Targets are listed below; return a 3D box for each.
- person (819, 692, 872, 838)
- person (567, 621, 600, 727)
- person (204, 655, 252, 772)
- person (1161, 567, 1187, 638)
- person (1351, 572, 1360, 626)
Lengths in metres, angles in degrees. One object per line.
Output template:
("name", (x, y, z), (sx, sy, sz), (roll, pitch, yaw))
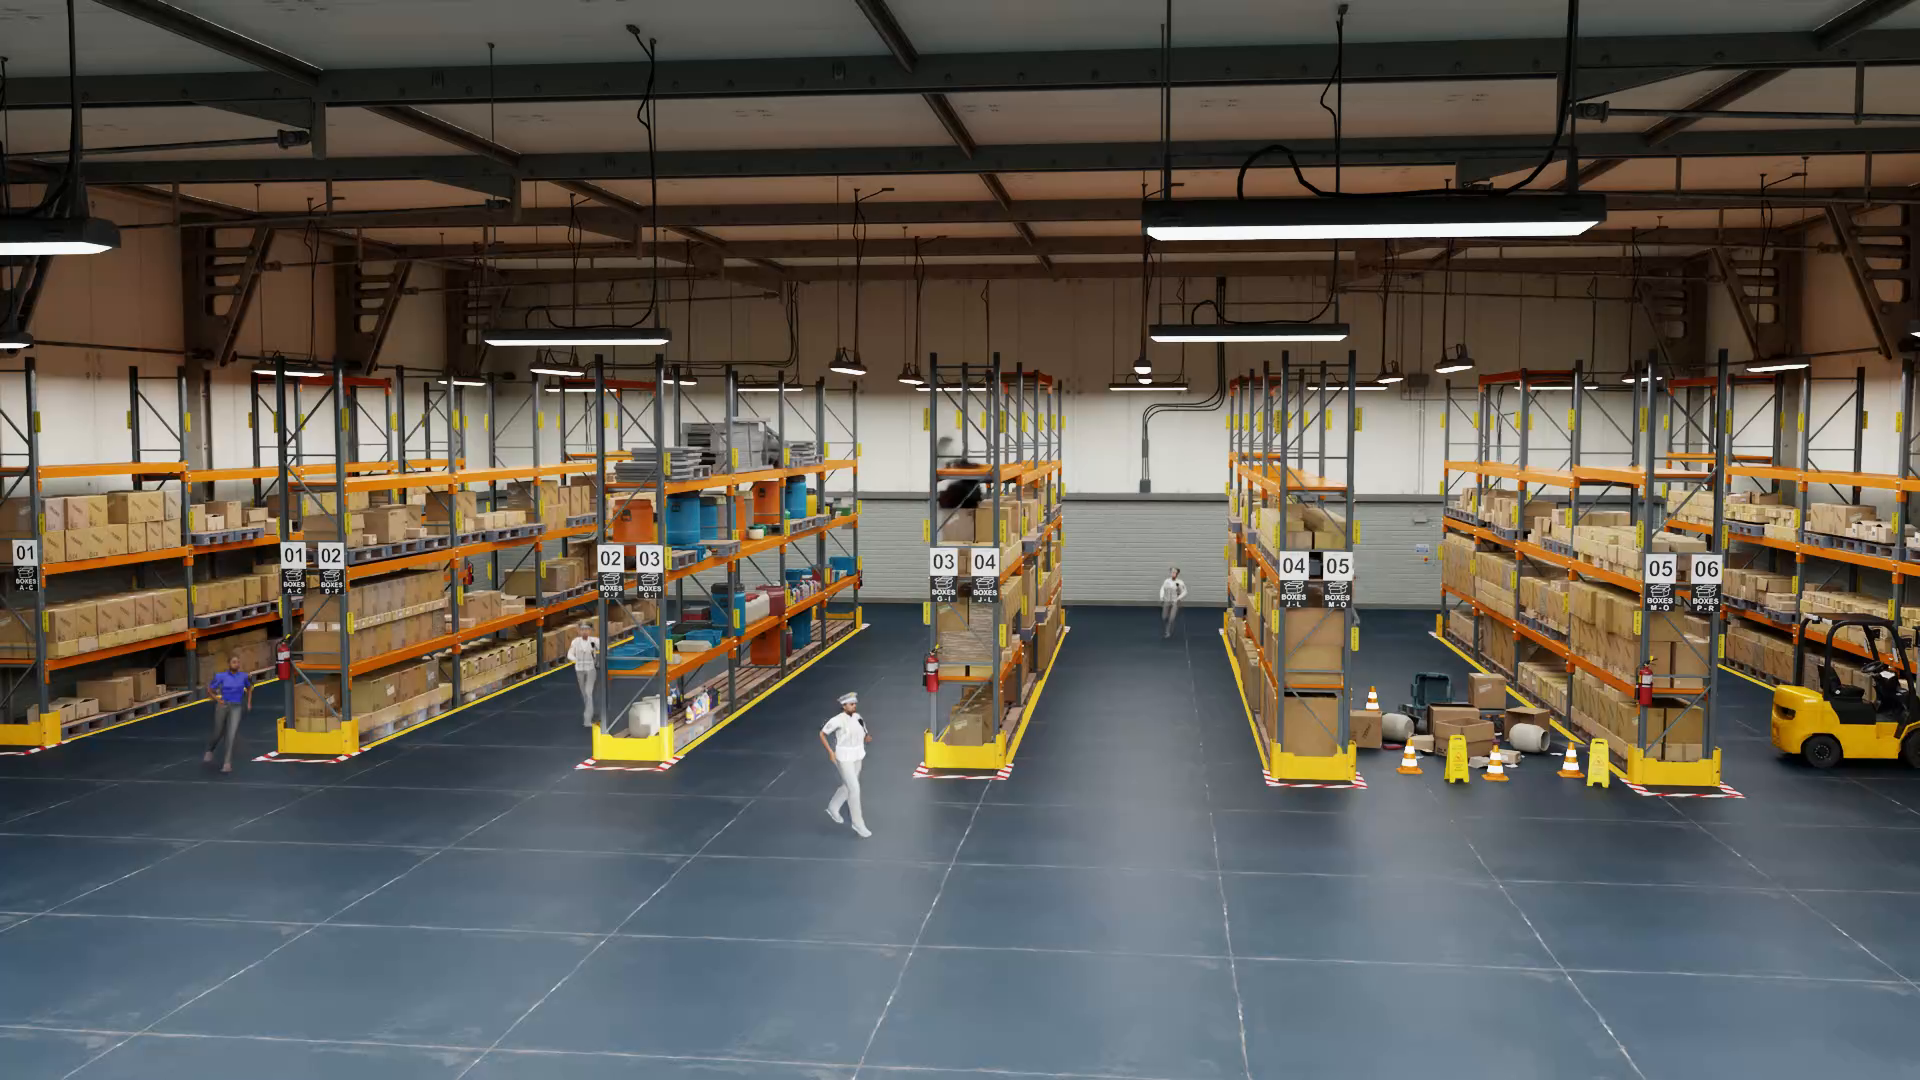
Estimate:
("person", (-1.364, 2.708, 20.317), (0.863, 1.729, 0.562), (3, 5, 39))
("person", (-6.222, 2.205, 27.672), (0.596, 1.742, 0.783), (0, 4, 4))
("person", (-10.567, 2.477, 24.083), (0.659, 1.623, 0.925), (-3, 5, -32))
("person", (4.977, 1.446, 38.761), (0.642, 1.657, 0.518), (2, 4, 22))
("person", (9.272, 1.278, 40.250), (0.881, 1.792, 0.715), (1, 4, 8))
